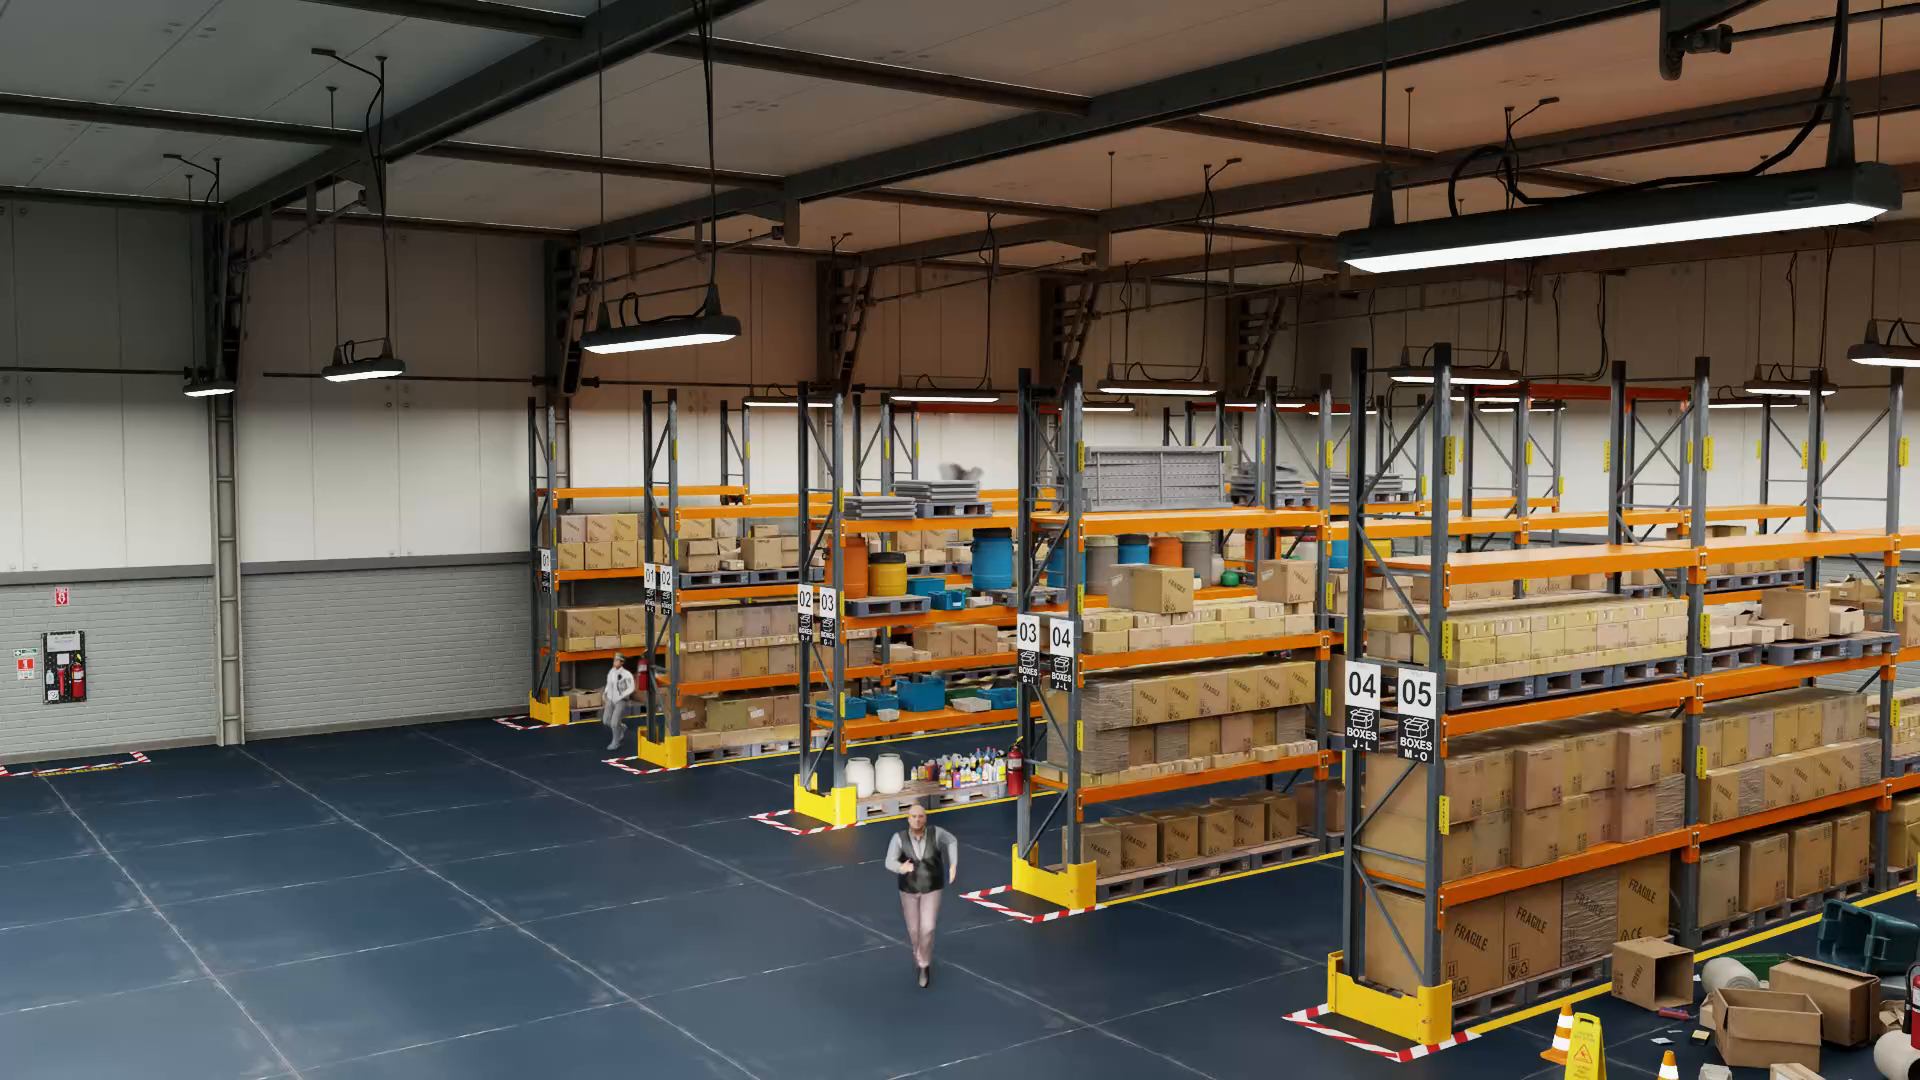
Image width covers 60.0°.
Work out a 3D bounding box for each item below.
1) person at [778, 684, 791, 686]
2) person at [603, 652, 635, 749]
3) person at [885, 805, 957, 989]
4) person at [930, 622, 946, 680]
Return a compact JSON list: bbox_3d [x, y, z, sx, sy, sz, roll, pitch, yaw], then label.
[{"bbox_3d":[-3.112,2.516,29.996,0.580,1.740,0.651,-3,4,-41],"label":"person"},{"bbox_3d":[-5.712,2.696,28.023,0.641,1.650,0.518,2,4,32],"label":"person"},{"bbox_3d":[-0.371,3.371,15.874,0.680,1.731,0.822,0,3,2],"label":"person"},{"bbox_3d":[-0.412,2.430,32.628,0.691,1.711,0.619,-3,4,-38],"label":"person"}]
